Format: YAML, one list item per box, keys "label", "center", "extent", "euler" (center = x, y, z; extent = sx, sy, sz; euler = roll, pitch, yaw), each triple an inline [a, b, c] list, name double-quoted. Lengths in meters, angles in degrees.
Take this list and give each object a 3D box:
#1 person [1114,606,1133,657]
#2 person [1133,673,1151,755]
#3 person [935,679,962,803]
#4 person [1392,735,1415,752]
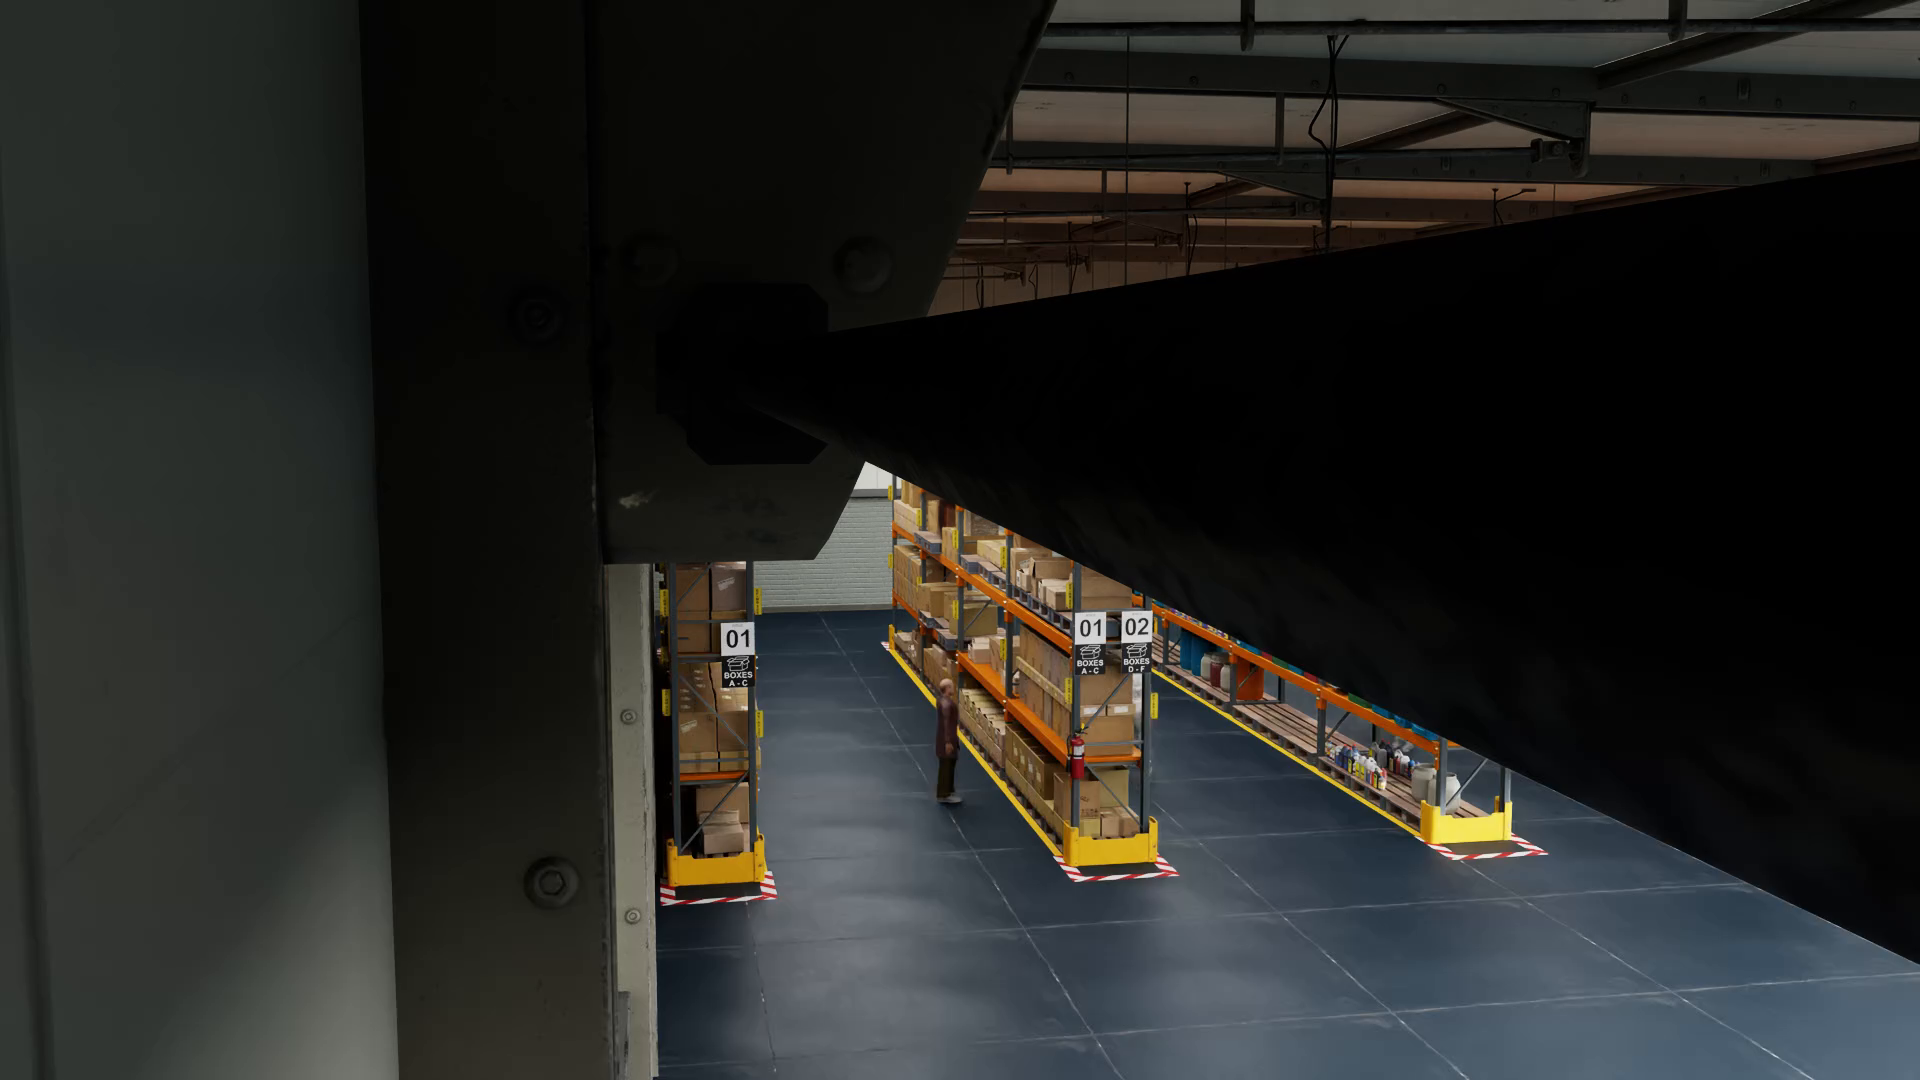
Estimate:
- label: "person"
  center: [3.188, 1.892, 33.123]
  extent: [0.399, 1.658, 0.588]
  euler: [-2, 6, -18]
- label: "person"
  center: [2.721, 2.651, 26.090]
  extent: [0.567, 1.732, 1.061]
  euler: [3, 7, 25]
- label: "person"
  center: [-0.147, 2.897, 23.845]
  extent: [0.411, 1.830, 0.668]
  euler: [0, 6, -4]
- label: "person"
  center: [7.201, 2.561, 27.147]
  extent: [0.410, 1.696, 0.561]
  euler: [-4, 8, -35]
